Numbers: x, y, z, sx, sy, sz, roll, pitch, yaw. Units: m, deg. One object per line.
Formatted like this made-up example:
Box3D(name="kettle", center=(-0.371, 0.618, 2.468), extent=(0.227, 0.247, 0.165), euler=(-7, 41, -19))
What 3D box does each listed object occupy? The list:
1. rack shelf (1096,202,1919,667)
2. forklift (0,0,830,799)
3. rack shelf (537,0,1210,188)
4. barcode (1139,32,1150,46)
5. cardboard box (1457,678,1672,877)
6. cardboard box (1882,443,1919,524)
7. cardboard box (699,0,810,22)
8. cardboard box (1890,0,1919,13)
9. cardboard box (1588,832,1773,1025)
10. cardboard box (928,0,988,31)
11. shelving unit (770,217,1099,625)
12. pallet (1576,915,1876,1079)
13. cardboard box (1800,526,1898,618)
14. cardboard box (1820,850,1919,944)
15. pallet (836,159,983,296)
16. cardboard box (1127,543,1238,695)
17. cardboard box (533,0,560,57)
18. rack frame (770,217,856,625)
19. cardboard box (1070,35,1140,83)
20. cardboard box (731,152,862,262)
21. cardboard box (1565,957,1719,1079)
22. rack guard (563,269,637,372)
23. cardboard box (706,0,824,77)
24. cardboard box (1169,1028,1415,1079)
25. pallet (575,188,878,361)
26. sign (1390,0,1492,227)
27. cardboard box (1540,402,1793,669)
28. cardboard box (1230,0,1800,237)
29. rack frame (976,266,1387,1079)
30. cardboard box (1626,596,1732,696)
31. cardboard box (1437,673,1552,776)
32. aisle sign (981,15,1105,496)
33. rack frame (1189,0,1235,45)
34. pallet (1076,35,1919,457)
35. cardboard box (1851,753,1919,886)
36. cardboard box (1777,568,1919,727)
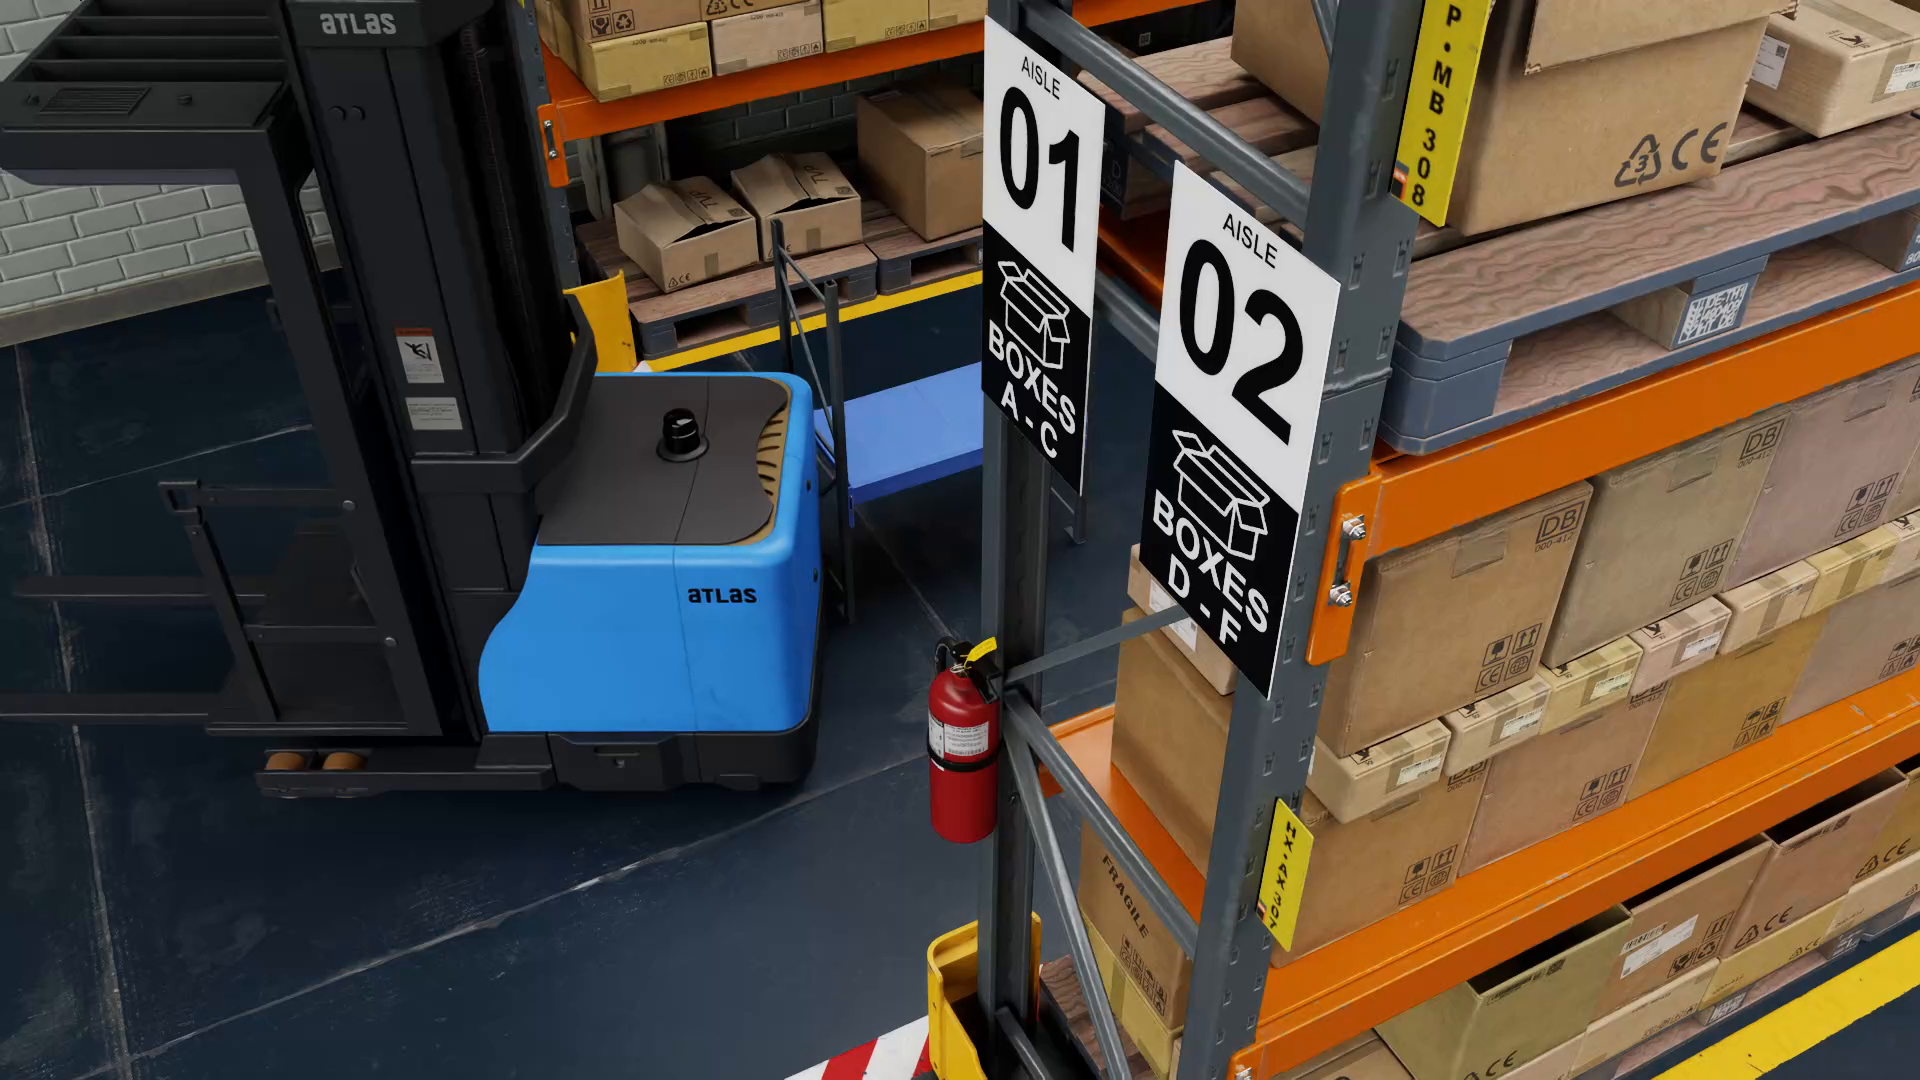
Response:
Box3D(name="rack shelf", center=(2.103, -0.822, 3.634), extent=(4.000, 0.370, 1.077), euler=(-19, 44, -21))
Box3D(name="forklift", center=(-2.016, -0.576, 5.161), extent=(3.031, 2.935, 1.130), euler=(0, 40, 0))
Box3D(name="rack shelf", center=(-0.188, -2.514, 7.956), extent=(4.000, 0.370, 1.077), euler=(-19, 44, -21))
Box3D(name="barcode", center=(0.996, -2.698, 8.962), extent=(0.075, 0.075, 0.001), euler=(-19, 44, -21))
Box3D(name="cardboard box", center=(1.213, 0.316, 3.978), extent=(0.500, 0.500, 0.700), euler=(-17, 43, -20))
Box3D(name="cardboard box", center=(2.151, -0.496, 3.933), extent=(0.500, 0.500, 0.700), euler=(-19, 44, -21))
Box3D(name="cardboard box", center=(-0.957, -2.541, 6.950), extent=(0.500, 0.500, 0.500), euler=(-18, 44, -21))
Box3D(name="cardboard box", center=(1.929, -1.090, 2.884), extent=(0.500, 0.500, 0.500), euler=(-19, 44, -21))
Box3D(name="cardboard box", center=(1.788, 0.909, 4.577), extent=(0.500, 0.500, 0.500), euler=(-19, 44, -21))
Box3D(name="cardboard box", center=(-0.025, -2.568, 7.562), extent=(0.500, 0.250, 0.500), euler=(-18, 44, -20))
Box3D(name="shelving unit", center=(-0.076, -0.547, 6.235), extent=(1.048, 1.500, 0.538), euler=(-19, 44, -21))
Box3D(name="pallet", center=(2.069, 1.096, 5.292), extent=(1.213, 0.211, 1.003), euler=(-19, 44, -21))
Box3D(name="cardboard box", center=(1.918, -0.020, 3.872), extent=(0.250, 0.149, 0.380), euler=(-19, 44, -21))
Box3D(name="cardboard box", center=(2.682, 0.906, 5.162), extent=(0.500, 0.250, 0.500), euler=(-19, 44, -21))
Box3D(name="pallet", center=(-0.077, -1.734, 8.635), extent=(1.213, 0.211, 1.003), euler=(-19, 44, -21))
Box3D(name="cardboard box", center=(0.580, 0.136, 3.688), extent=(0.250, 0.149, 0.380), euler=(-19, 44, -21))
Box3D(name="cardboard box", center=(-1.637, -2.393, 7.356), extent=(0.500, 0.250, 0.500), euler=(-18, 43, -20))
Box3D(name="rack frame", center=(-0.527, -0.395, 6.056), extent=(0.032, 1.500, 0.500), euler=(-19, 44, -21))
Box3D(name="cardboard box", center=(0.684, -2.267, 8.701), extent=(0.500, 0.500, 0.500), euler=(-22, 45, -24))
Box3D(name="cardboard box", center=(-0.801, -1.659, 8.129), extent=(0.500, 0.311, 0.500), euler=(-15, 43, -17))
Box3D(name="cardboard box", center=(1.793, 1.202, 4.812), extent=(0.500, 0.250, 0.500), euler=(-19, 44, -21))
Box3D(name="rack guard", center=(-1.895, -1.261, 7.852), extent=(0.348, 0.500, 1.175), euler=(-19, 44, -21))
Box3D(name="cardboard box", center=(-0.929, -2.269, 7.210), extent=(0.500, 0.250, 0.500), euler=(-20, 44, -22))
Box3D(name="cardboard box", center=(0.908, 1.502, 4.457), extent=(0.500, 0.250, 0.500), euler=(-19, 44, -21))
Box3D(name="pallet", center=(-1.158, -1.373, 8.208), extent=(1.213, 0.211, 1.003), euler=(-19, 44, -21))
Box3D(name="sign", center=(0.581, -0.544, 2.011), extent=(0.005, 0.325, 0.100), euler=(-19, 44, -21))
Box3D(name="cardboard box", center=(1.260, -0.196, 3.578), extent=(0.500, 0.500, 0.700), euler=(-20, 44, -22))
Box3D(name="cardboard box", center=(0.841, -0.922, 2.682), extent=(0.637, 0.503, 0.797), euler=(-16, 43, -18))
Box3D(name="rack frame", center=(0.330, 0.645, 3.666), extent=(0.127, 3.000, 1.000), euler=(-19, 44, -21))
Box3D(name="cardboard box", center=(1.457, 0.138, 3.686), extent=(0.250, 0.149, 0.380), euler=(-19, 44, -21))
Box3D(name="cardboard box", center=(1.010, 0.286, 3.512), extent=(0.250, 0.149, 0.380), euler=(-20, 44, -22))
Box3D(name="aisle sign", center=(0.136, -0.496, 3.002), extent=(0.004, 0.787, 0.394), euler=(-19, 44, -21))
Box3D(name="rack frame", center=(1.586, -3.386, 8.428), extent=(0.127, 3.000, 1.000), euler=(-19, 44, -21))
Box3D(name="pallet", center=(0.969, -0.662, 2.957), extent=(1.213, 0.211, 1.003), euler=(-19, 44, -21))
Box3D(name="cardboard box", center=(2.676, 0.612, 4.928), extent=(0.500, 0.500, 0.500), euler=(-19, 44, -21))
Box3D(name="cardboard box", center=(2.121, 0.012, 4.337), extent=(0.500, 0.500, 0.700), euler=(-17, 43, -19))
